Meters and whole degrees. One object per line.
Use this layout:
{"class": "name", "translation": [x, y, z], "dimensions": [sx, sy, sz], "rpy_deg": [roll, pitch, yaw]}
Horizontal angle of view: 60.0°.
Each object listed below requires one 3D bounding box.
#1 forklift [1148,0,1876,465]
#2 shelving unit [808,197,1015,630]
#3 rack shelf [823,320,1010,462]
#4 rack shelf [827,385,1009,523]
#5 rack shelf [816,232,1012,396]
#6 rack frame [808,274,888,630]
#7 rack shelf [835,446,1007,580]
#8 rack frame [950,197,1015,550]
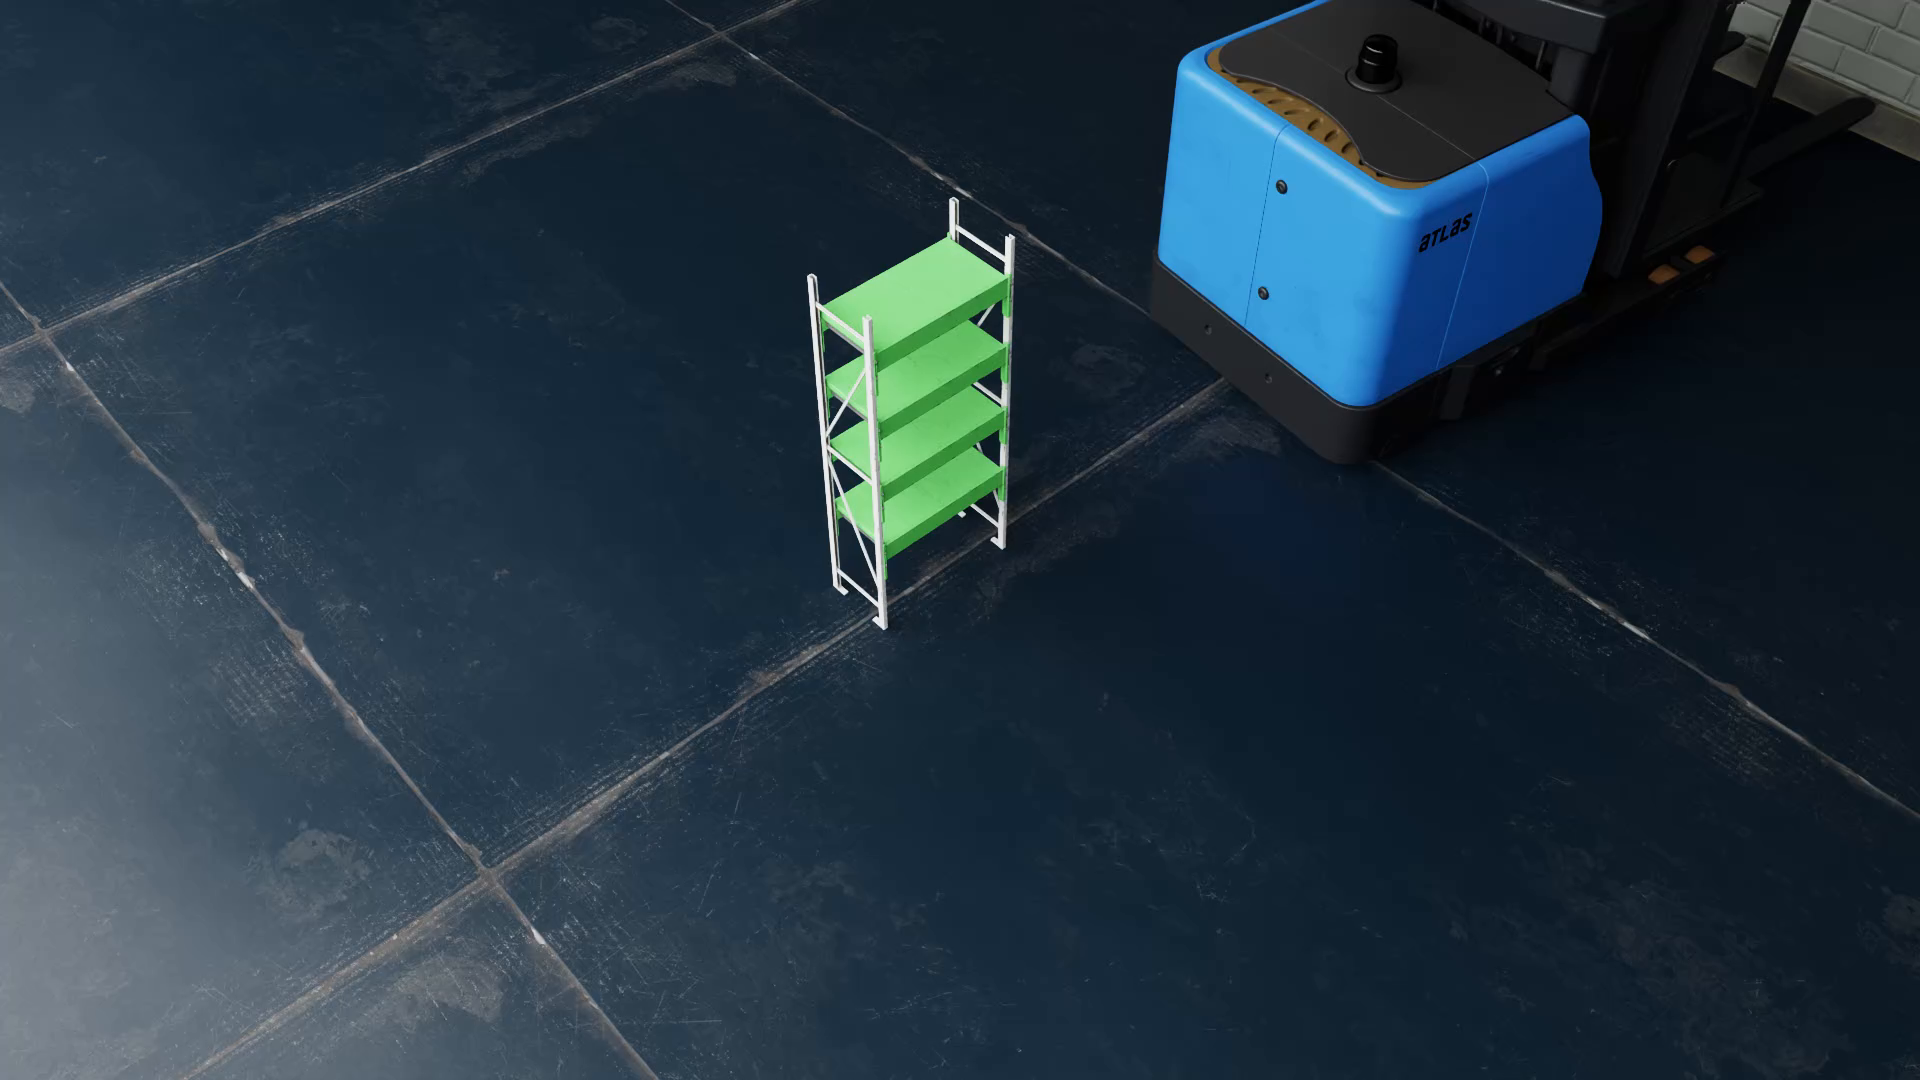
{"class": "forklift", "translation": [2.166, -2.113, 5.205], "dimensions": [3.031, 2.935, 1.130], "rpy_deg": [-27, 53, -23]}
{"class": "shelving unit", "translation": [-0.122, -0.325, 4.734], "dimensions": [0.503, 1.200, 0.258], "rpy_deg": [-34, 56, -27]}
{"class": "rack shelf", "translation": [-0.122, -0.444, 4.604], "dimensions": [0.480, 0.148, 0.258], "rpy_deg": [-34, 56, -27]}
{"class": "rack shelf", "translation": [-0.122, -0.282, 4.780], "dimensions": [0.480, 0.148, 0.258], "rpy_deg": [-34, 56, -27]}
{"class": "rack shelf", "translation": [-0.122, -0.607, 4.428], "dimensions": [0.480, 0.148, 0.258], "rpy_deg": [-34, 56, -27]}
{"class": "rack frame", "translation": [-0.303, -0.204, 4.622], "dimensions": [0.015, 1.200, 0.240], "rpy_deg": [-34, 56, -27]}
{"class": "rack shelf", "translation": [-0.122, -0.119, 4.957], "dimensions": [0.480, 0.148, 0.258], "rpy_deg": [-34, 56, -27]}
{"class": "rack frame", "translation": [0.058, -0.446, 4.845], "dimensions": [0.015, 1.200, 0.240], "rpy_deg": [-34, 56, -27]}
